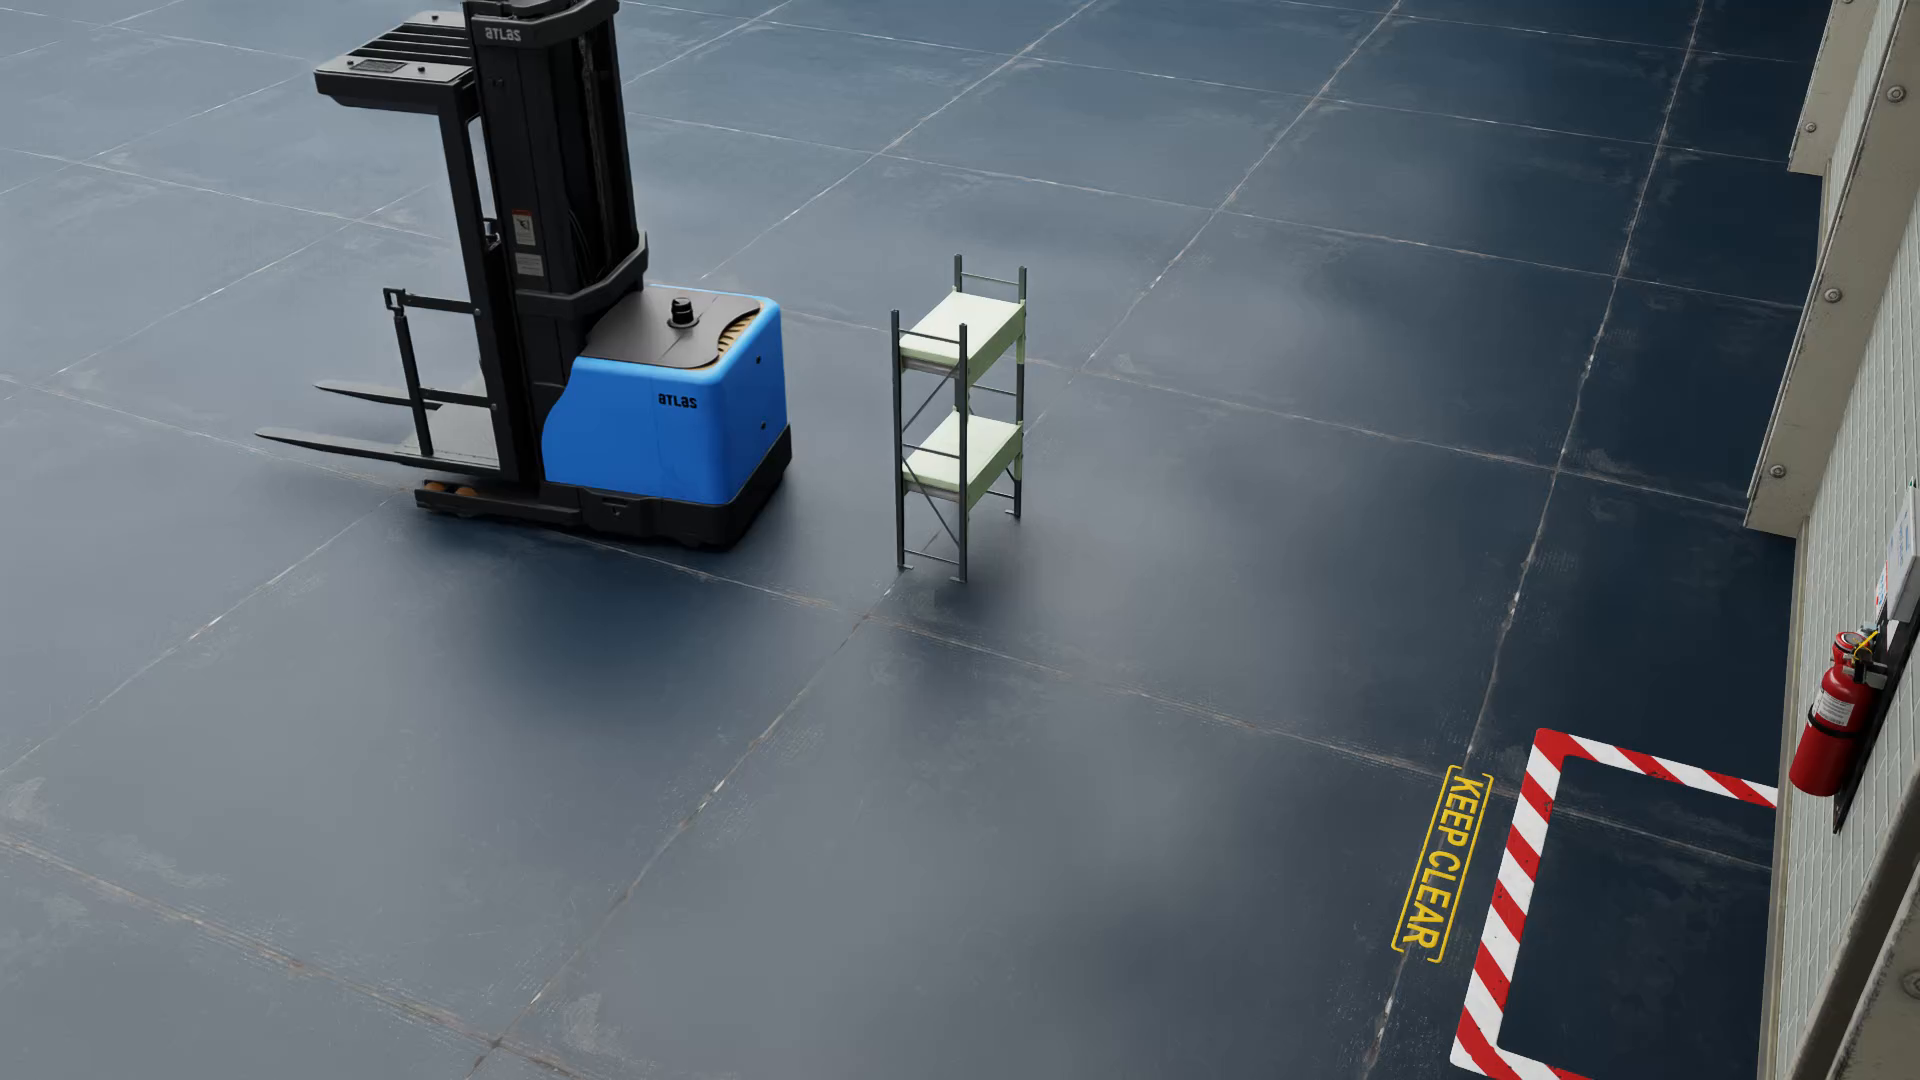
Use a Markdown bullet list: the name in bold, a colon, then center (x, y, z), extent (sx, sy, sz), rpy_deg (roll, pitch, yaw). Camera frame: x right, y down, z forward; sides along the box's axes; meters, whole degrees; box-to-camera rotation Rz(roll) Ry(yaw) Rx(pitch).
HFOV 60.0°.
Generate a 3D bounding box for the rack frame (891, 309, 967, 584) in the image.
- **rack frame**: center (-0.150, -0.448, 8.434), extent (0.400, 1.500, 0.023), rpy_deg (14, 36, 20)

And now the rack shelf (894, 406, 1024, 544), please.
- **rack shelf**: center (0.003, -0.358, 8.891), extent (0.431, 0.370, 0.720), rpy_deg (14, 36, 20)

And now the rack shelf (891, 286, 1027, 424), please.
- **rack shelf**: center (0.003, -0.957, 8.498), extent (0.431, 0.370, 0.720), rpy_deg (14, 36, 20)

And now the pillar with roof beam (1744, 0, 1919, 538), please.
- **pillar with roof beam**: center (0.661, -4.886, 8.364), extent (9.100, 9.000, 0.400), rpy_deg (14, 36, 20)

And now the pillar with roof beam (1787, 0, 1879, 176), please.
- **pillar with roof beam**: center (3.172, -7.875, 12.921), extent (9.100, 9.000, 0.400), rpy_deg (14, 36, 20)

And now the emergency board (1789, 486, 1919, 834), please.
- **emergency board**: center (3.130, 0.376, 5.809), extent (0.194, 1.169, 0.643), rpy_deg (14, 36, 20)

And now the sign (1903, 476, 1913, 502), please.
- **sign**: center (3.445, -0.112, 6.037), extent (0.001, 0.109, 0.331), rpy_deg (14, 36, 20)

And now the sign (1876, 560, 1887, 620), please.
- **sign**: center (3.455, 0.110, 6.183), extent (0.001, 0.329, 0.234), rpy_deg (14, 36, 20)

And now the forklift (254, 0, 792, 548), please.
- **forklift**: center (-2.555, -1.622, 8.919), extent (3.031, 2.935, 1.130), rpy_deg (8, 34, 12)

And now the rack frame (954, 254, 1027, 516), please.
- **rack frame**: center (0.156, -0.813, 8.990), extent (0.400, 1.500, 0.023), rpy_deg (14, 36, 20)

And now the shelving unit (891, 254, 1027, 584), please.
- **shelving unit**: center (0.003, -0.631, 8.712), extent (0.431, 1.500, 0.755), rpy_deg (14, 36, 20)
